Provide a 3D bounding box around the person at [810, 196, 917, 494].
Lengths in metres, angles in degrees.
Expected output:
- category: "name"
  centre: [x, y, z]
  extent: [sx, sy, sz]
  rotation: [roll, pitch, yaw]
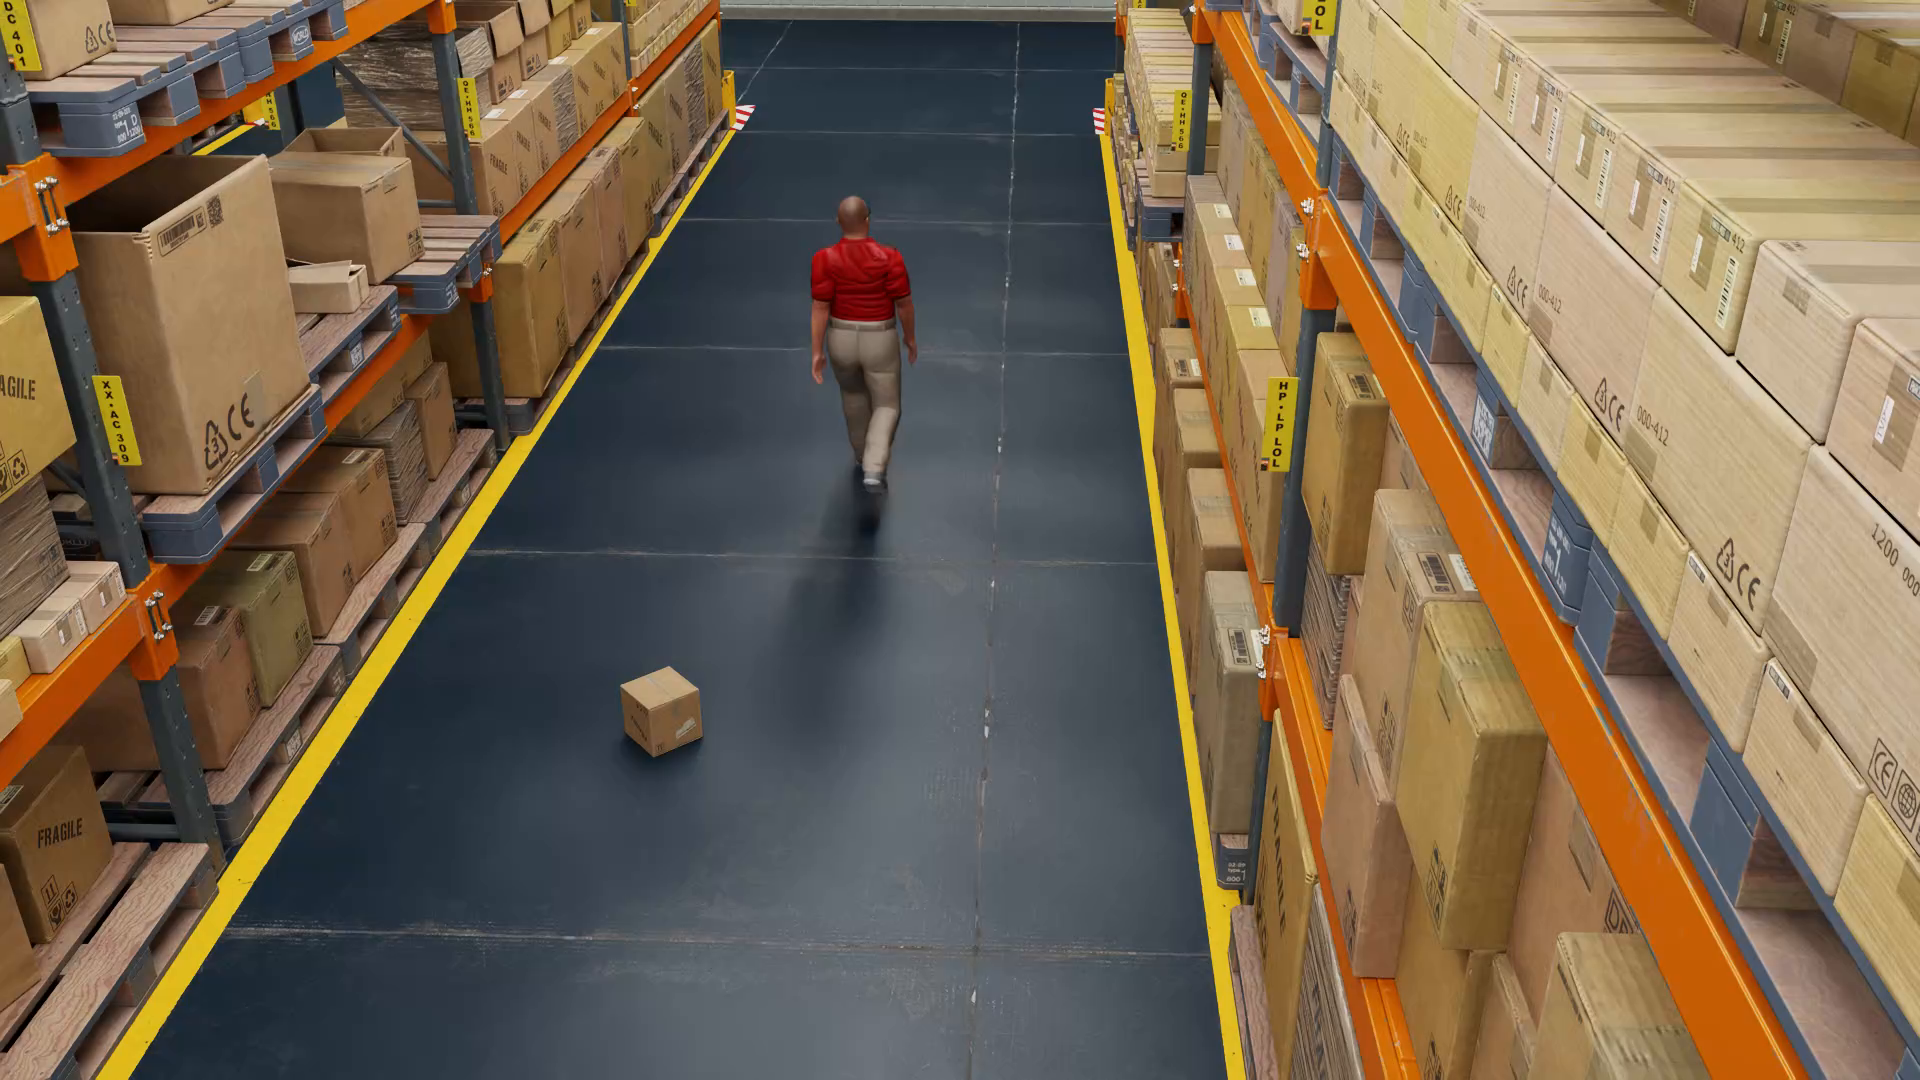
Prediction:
- category: "person"
  centre: [-0.526, -1.086, 9.199]
  extent: [0.553, 1.676, 0.969]
  rotation: [4, 28, 7]
